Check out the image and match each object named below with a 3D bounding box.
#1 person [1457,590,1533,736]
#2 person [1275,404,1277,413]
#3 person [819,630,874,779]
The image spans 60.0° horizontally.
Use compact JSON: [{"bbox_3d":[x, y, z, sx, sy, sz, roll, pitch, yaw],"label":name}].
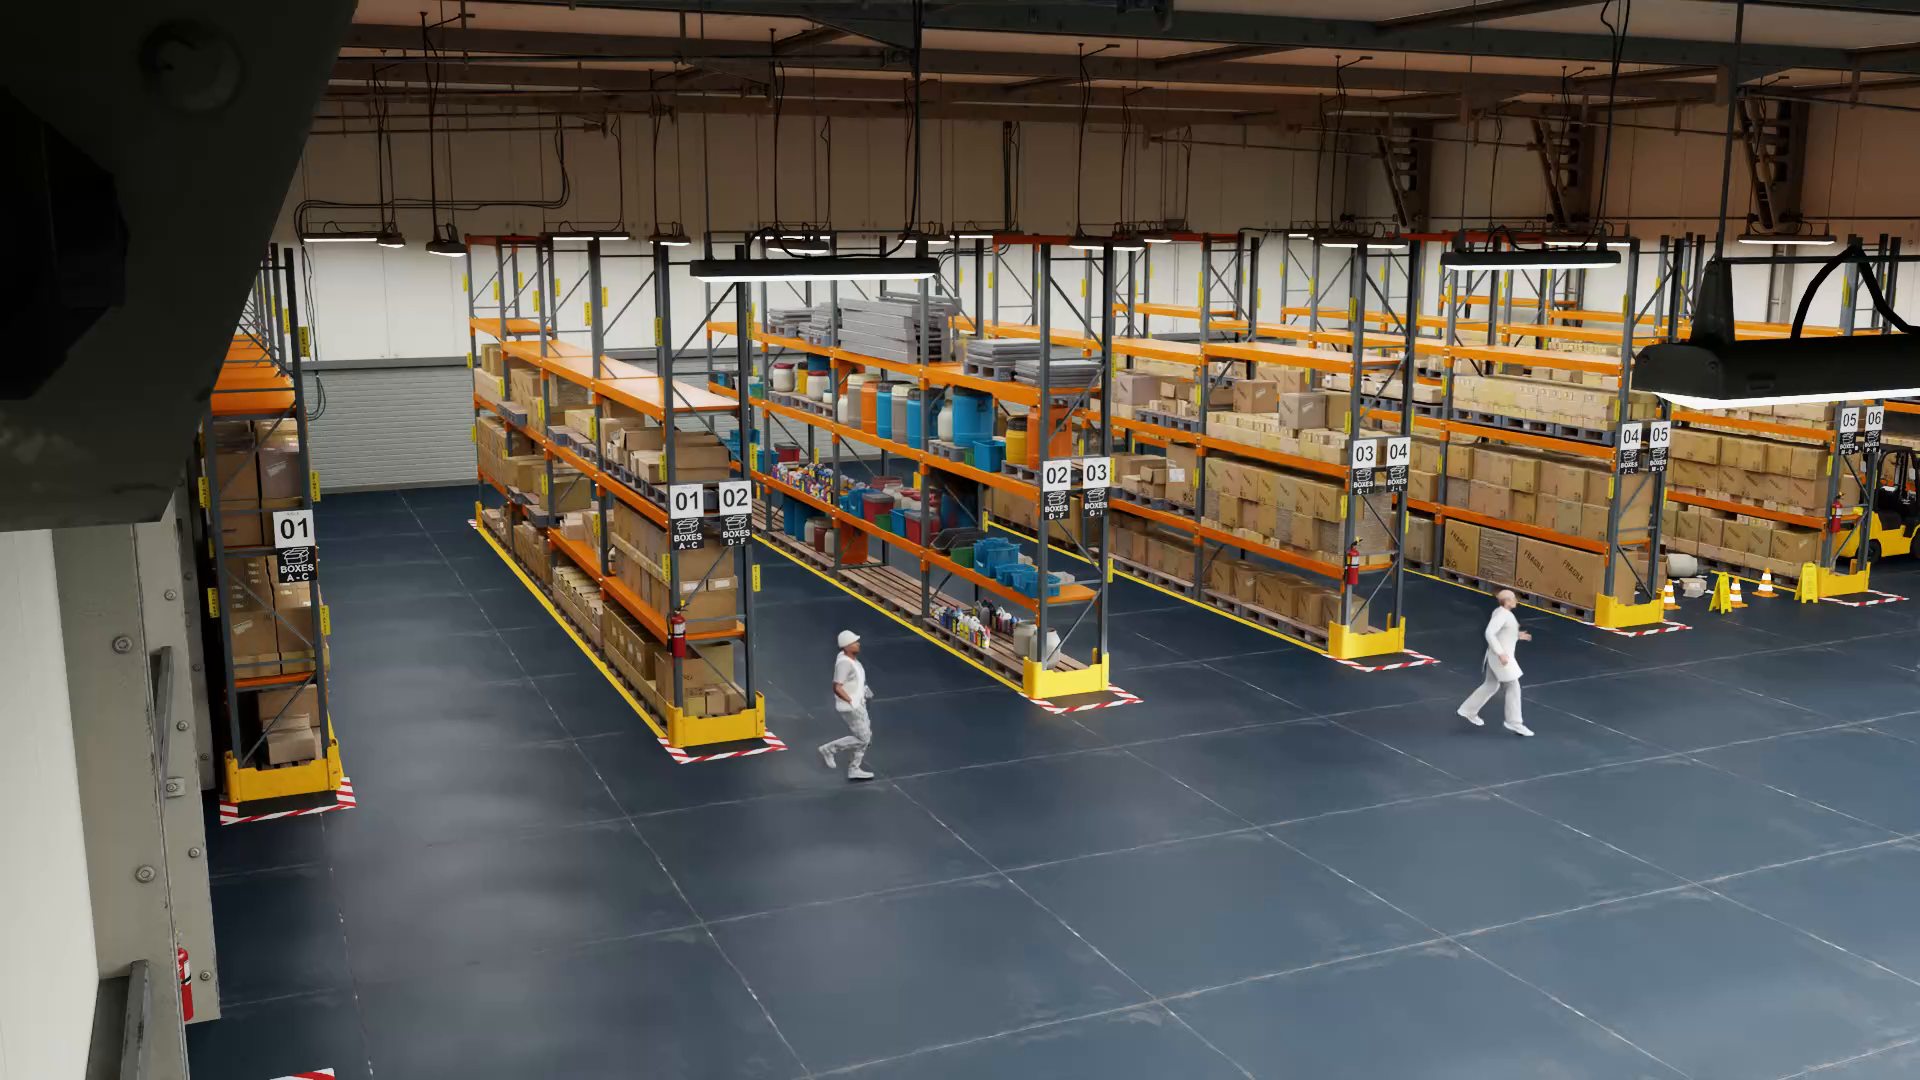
[{"bbox_3d":[6.691,1.507,20.676,0.911,1.822,0.706,1,11,6],"label":"person"},{"bbox_3d":[8.486,-2.898,43.969,0.898,1.576,0.686,0,11,0],"label":"person"},{"bbox_3d":[-1.296,1.878,18.910,0.614,1.737,0.681,0,11,1],"label":"person"}]
